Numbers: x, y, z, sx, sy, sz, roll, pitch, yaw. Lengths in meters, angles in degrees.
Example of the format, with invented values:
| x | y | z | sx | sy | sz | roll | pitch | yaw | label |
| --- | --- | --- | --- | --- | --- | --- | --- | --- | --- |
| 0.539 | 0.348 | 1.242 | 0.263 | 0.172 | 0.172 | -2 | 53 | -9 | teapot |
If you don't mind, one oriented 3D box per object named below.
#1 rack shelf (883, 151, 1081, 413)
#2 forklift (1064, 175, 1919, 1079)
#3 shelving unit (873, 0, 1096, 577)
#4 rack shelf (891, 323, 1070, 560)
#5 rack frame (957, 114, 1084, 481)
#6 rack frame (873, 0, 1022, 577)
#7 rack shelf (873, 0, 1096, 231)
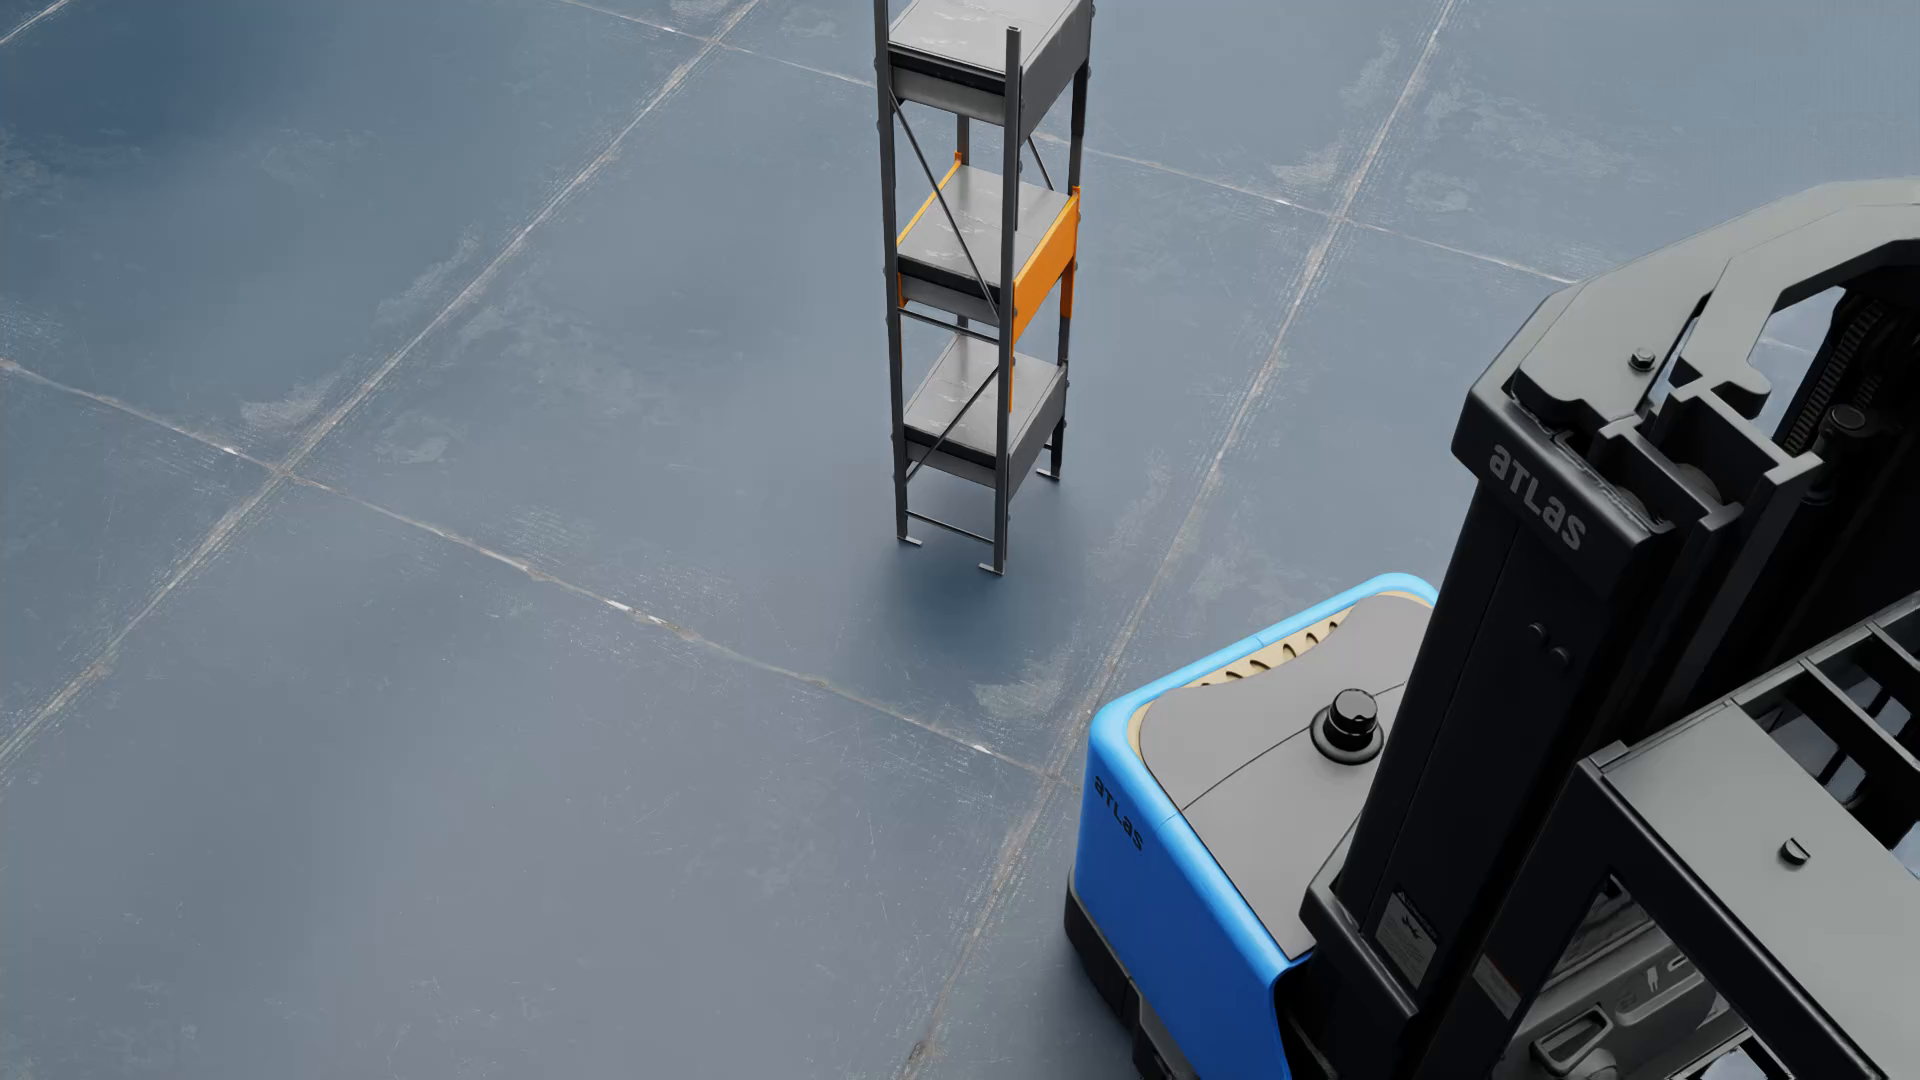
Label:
| x | y | z | sx | sy | sz | roll | pitch | yaw | label |
| --- | --- | --- | --- | --- | --- | --- | --- | --- | --- |
| 0.071 | -0.786 | 5.058 | 0.431 | 0.518 | 0.480 | 20 | 52 | 16 | rack shelf |
| 1.449 | 0.968 | 3.002 | 1.130 | 2.935 | 3.031 | -23 | 53 | -18 | forklift |
| 0.071 | -0.794 | 5.047 | 0.431 | 2.100 | 0.503 | 20 | 52 | 16 | shelving unit |
| 0.071 | -0.332 | 5.591 | 0.431 | 0.518 | 0.480 | 20 | 52 | 16 | rack shelf |
| 0.175 | -0.962 | 5.190 | 0.400 | 2.100 | 0.015 | 20 | 52 | 16 | rack frame |
| -0.034 | -0.626 | 4.904 | 0.400 | 2.100 | 0.015 | 20 | 52 | 16 | rack frame |
| 0.071 | -1.239 | 4.525 | 0.431 | 0.518 | 0.480 | 20 | 52 | 16 | rack shelf |
